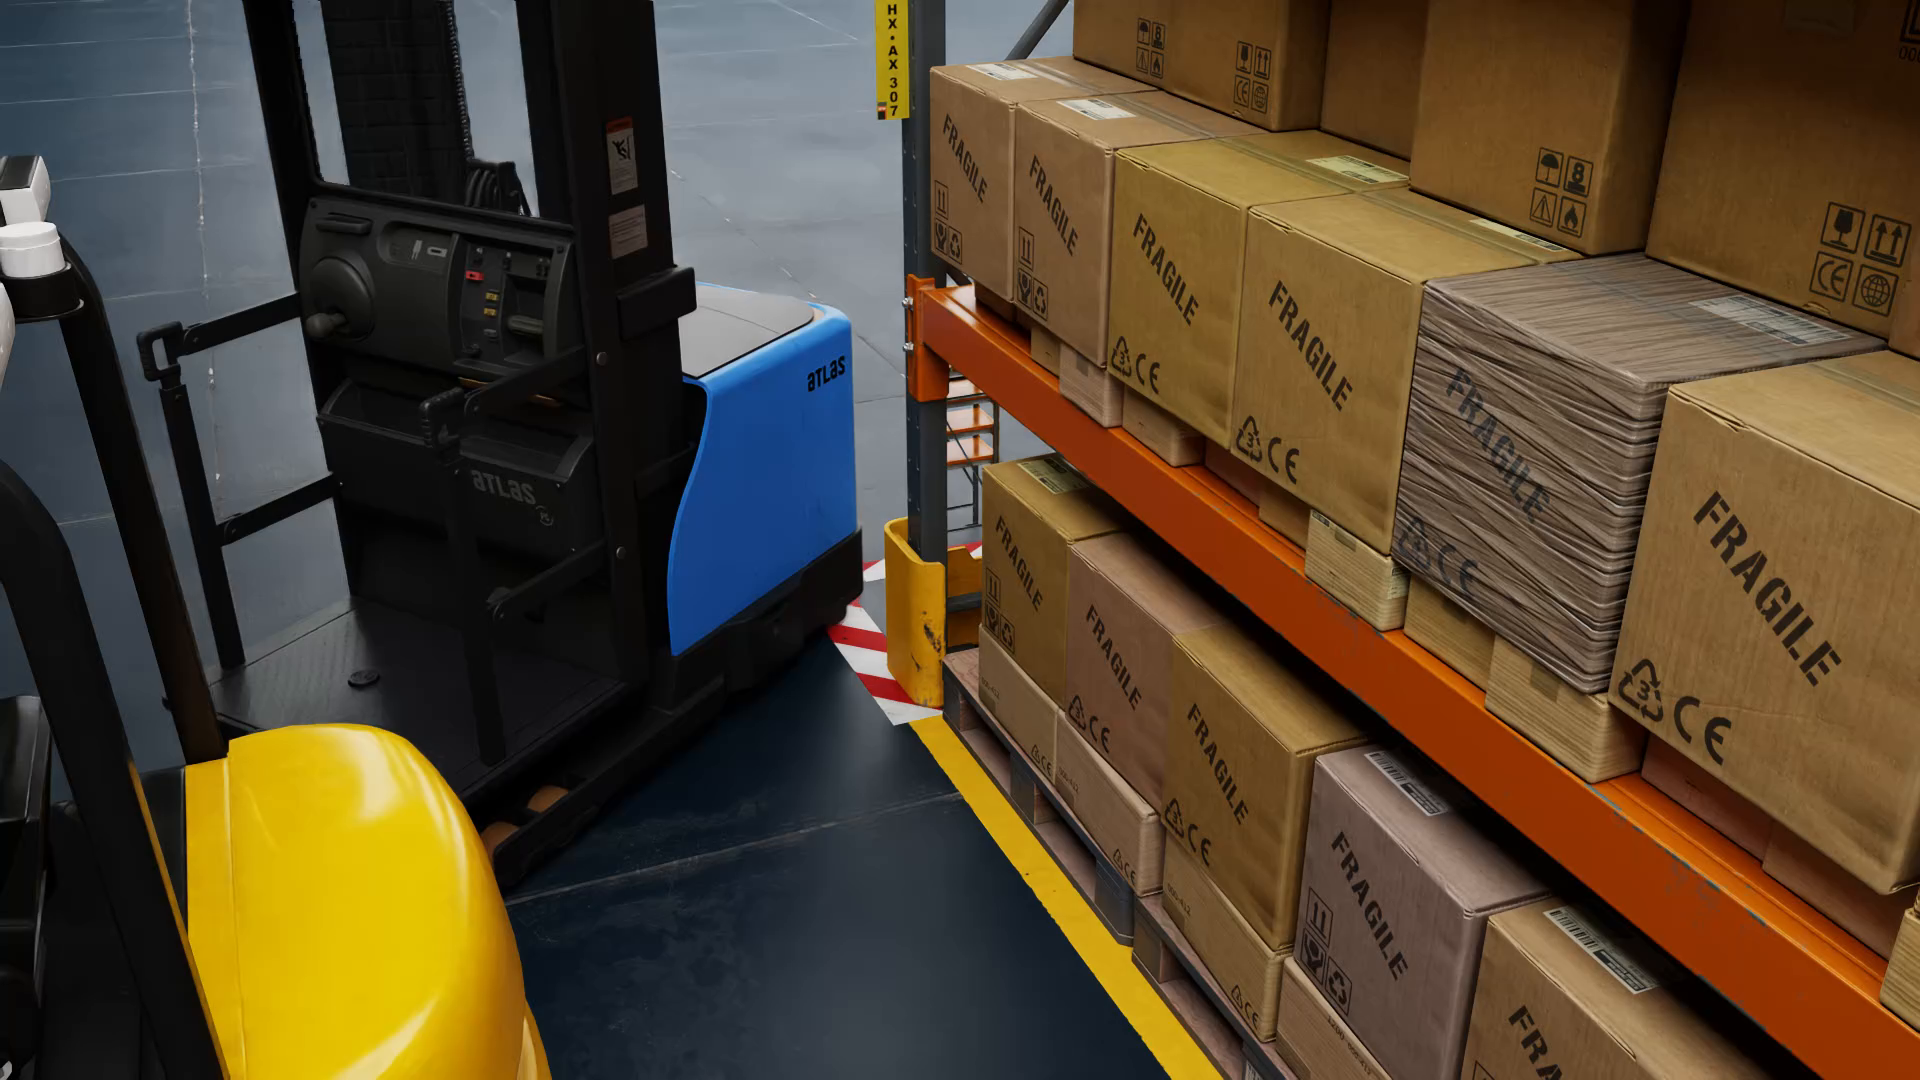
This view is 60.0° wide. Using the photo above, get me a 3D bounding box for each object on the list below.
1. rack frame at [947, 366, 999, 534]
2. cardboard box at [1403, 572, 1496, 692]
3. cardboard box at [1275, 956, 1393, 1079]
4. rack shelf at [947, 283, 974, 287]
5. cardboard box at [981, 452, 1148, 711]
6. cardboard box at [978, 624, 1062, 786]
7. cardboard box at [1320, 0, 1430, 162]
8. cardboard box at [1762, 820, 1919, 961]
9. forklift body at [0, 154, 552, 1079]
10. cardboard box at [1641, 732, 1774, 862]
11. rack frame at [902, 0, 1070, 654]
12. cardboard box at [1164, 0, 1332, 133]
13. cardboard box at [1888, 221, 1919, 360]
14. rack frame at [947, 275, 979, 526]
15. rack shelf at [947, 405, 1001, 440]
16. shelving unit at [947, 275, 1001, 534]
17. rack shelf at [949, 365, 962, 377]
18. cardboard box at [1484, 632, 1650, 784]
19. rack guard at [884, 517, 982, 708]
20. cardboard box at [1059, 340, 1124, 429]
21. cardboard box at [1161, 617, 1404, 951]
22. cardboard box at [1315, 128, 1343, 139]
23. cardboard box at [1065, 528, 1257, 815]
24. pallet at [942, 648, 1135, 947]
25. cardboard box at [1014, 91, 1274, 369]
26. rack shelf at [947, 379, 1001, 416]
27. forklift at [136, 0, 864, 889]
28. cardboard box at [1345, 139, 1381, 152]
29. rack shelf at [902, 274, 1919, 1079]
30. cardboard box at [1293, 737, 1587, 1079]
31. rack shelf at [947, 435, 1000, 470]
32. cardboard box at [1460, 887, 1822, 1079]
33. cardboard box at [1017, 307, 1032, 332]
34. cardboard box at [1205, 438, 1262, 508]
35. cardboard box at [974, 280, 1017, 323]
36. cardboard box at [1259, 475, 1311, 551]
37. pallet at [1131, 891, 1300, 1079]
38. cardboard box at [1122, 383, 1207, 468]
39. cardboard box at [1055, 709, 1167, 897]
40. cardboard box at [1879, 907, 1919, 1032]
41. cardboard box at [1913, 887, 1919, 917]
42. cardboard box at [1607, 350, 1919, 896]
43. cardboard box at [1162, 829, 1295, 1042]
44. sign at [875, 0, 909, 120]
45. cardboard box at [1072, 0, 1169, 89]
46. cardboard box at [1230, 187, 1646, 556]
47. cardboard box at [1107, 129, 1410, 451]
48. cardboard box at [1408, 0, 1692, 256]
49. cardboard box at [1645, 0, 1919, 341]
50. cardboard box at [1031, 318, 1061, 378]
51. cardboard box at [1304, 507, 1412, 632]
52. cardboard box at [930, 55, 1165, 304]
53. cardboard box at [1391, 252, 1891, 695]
[{"bbox_3d":[0.030,-0.508,5.923,0.240,1.200,0.006,-11,28,-21],"label":"rack frame"},{"bbox_3d":[1.005,0.116,2.880,0.380,0.149,0.250,-11,28,-22],"label":"cardboard box"},{"bbox_3d":[0.993,1.034,3.370,0.500,0.250,0.500,-10,28,-20],"label":"cardboard box"},{"bbox_3d":[-0.006,-0.829,5.861,0.258,0.103,0.180,-11,28,-21],"label":"rack shelf"},{"bbox_3d":[0.389,0.076,4.476,0.500,0.500,0.500,-12,28,-22],"label":"cardboard box"},{"bbox_3d":[0.380,0.404,4.660,0.500,0.250,0.500,-11,28,-21],"label":"cardboard box"},{"bbox_3d":[1.205,-1.082,3.454,0.700,0.500,0.500,-11,28,-21],"label":"cardboard box"},{"bbox_3d":[1.344,0.416,2.266,0.380,0.149,0.250,-10,28,-20],"label":"cardboard box"},{"bbox_3d":[-1.826,0.672,2.423,2.313,2.155,1.214,-11,28,-21],"label":"forklift body"},{"bbox_3d":[1.259,0.313,2.477,0.380,0.149,0.250,-11,28,-21],"label":"cardboard box"},{"bbox_3d":[0.318,-1.016,4.913,1.000,3.000,0.127,-11,28,-21],"label":"rack frame"},{"bbox_3d":[0.910,-1.270,3.840,0.700,0.500,0.500,-10,28,-20],"label":"cardboard box"},{"bbox_3d":[1.732,-0.454,2.169,0.700,0.500,0.500,-10,28,-20],"label":"cardboard box"},{"bbox_3d":[-0.042,-0.582,6.075,0.240,1.200,0.006,-11,28,-21],"label":"rack frame"},{"bbox_3d":[-0.006,-0.397,6.071,0.258,0.103,0.180,-11,28,-21],"label":"rack shelf"},{"bbox_3d":[-0.006,-0.545,5.999,0.258,1.200,0.189,-11,28,-21],"label":"shelving unit"},{"bbox_3d":[-0.006,-0.613,5.966,0.258,0.103,0.180,-11,28,-21],"label":"rack shelf"},{"bbox_3d":[1.077,0.224,2.658,0.380,0.149,0.250,-11,28,-21],"label":"cardboard box"},{"bbox_3d":[0.348,0.138,5.398,1.175,0.500,0.348,-11,28,-21],"label":"rack guard"},{"bbox_3d":[0.459,-0.400,3.937,0.380,0.149,0.250,-10,28,-20],"label":"cardboard box"},{"bbox_3d":[0.787,0.490,3.627,0.500,0.500,0.500,-10,28,-20],"label":"cardboard box"},{"bbox_3d":[0.976,-0.820,4.058,0.500,0.500,0.500,-11,28,-20],"label":"cardboard box"},{"bbox_3d":[0.598,0.287,4.045,0.500,0.500,0.500,-12,28,-23],"label":"cardboard box"},{"bbox_3d":[0.634,0.601,4.778,1.003,0.211,1.213,-11,28,-21],"label":"pallet"},{"bbox_3d":[0.454,-0.747,3.909,0.500,0.500,0.500,-10,28,-19],"label":"cardboard box"},{"bbox_3d":[-0.006,-0.505,6.018,0.258,0.103,0.180,-11,28,-21],"label":"rack shelf"},{"bbox_3d":[-1.496,-0.634,4.209,1.130,2.935,3.031,14,29,26],"label":"forklift"},{"bbox_3d":[1.169,-0.618,3.643,0.500,0.500,0.500,-11,28,-21],"label":"cardboard box"},{"bbox_3d":[1.101,0.114,3.417,1.077,0.370,4.000,-11,28,-21],"label":"rack shelf"},{"bbox_3d":[1.004,0.705,3.188,0.500,0.500,0.500,-9,27,-18],"label":"cardboard box"},{"bbox_3d":[-0.006,-0.290,6.124,0.258,0.103,0.180,-11,28,-21],"label":"rack shelf"},{"bbox_3d":[1.205,0.911,2.767,0.500,0.500,0.500,-10,28,-20],"label":"cardboard box"},{"bbox_3d":[0.373,-0.631,4.410,0.380,0.149,0.250,-10,28,-20],"label":"cardboard box"},{"bbox_3d":[0.750,-0.205,3.537,0.380,0.149,0.250,-10,28,-19],"label":"cardboard box"},{"bbox_3d":[0.261,-0.731,4.614,0.380,0.149,0.250,-10,28,-20],"label":"cardboard box"},{"bbox_3d":[0.826,-0.093,3.309,0.380,0.149,0.250,-11,28,-22],"label":"cardboard box"},{"bbox_3d":[1.107,1.093,3.770,1.003,0.211,1.213,-11,28,-21],"label":"pallet"},{"bbox_3d":[0.591,-0.301,3.734,0.380,0.149,0.250,-10,28,-19],"label":"cardboard box"},{"bbox_3d":[0.573,0.611,4.235,0.500,0.250,0.500,-10,28,-19],"label":"cardboard box"},{"bbox_3d":[1.374,0.534,2.023,0.380,0.149,0.250,-10,28,-19],"label":"cardboard box"},{"bbox_3d":[1.482,0.283,1.798,0.500,0.500,0.500,-11,28,-22],"label":"cardboard box"},{"bbox_3d":[1.274,0.077,2.221,0.500,0.500,0.500,-10,28,-19],"label":"cardboard box"},{"bbox_3d":[0.798,0.829,3.788,0.500,0.250,0.500,-9,27,-17],"label":"cardboard box"},{"bbox_3d":[-0.181,-1.312,4.532,0.100,0.325,0.005,-11,28,-21],"label":"sign"},{"bbox_3d":[0.719,-1.476,4.261,0.700,0.500,0.500,-11,28,-22],"label":"cardboard box"},{"bbox_3d":[0.862,-0.338,3.071,0.500,0.500,0.500,-11,28,-22],"label":"cardboard box"},{"bbox_3d":[0.655,-0.542,3.488,0.500,0.500,0.500,-11,28,-22],"label":"cardboard box"},{"bbox_3d":[1.272,-0.856,2.993,0.700,0.500,0.500,-11,28,-21],"label":"cardboard box"},{"bbox_3d":[1.560,-0.662,2.594,0.700,0.500,0.500,-11,28,-22],"label":"cardboard box"},{"bbox_3d":[0.402,-0.510,4.162,0.380,0.149,0.250,-12,28,-22],"label":"cardboard box"},{"bbox_3d":[0.871,0.018,3.080,0.380,0.149,0.250,-10,28,-20],"label":"cardboard box"},{"bbox_3d":[0.248,-0.956,4.336,0.500,0.500,0.500,-11,28,-21],"label":"cardboard box"},{"bbox_3d":[1.067,-0.132,2.649,0.500,0.500,0.500,-10,28,-19],"label":"cardboard box"}]
